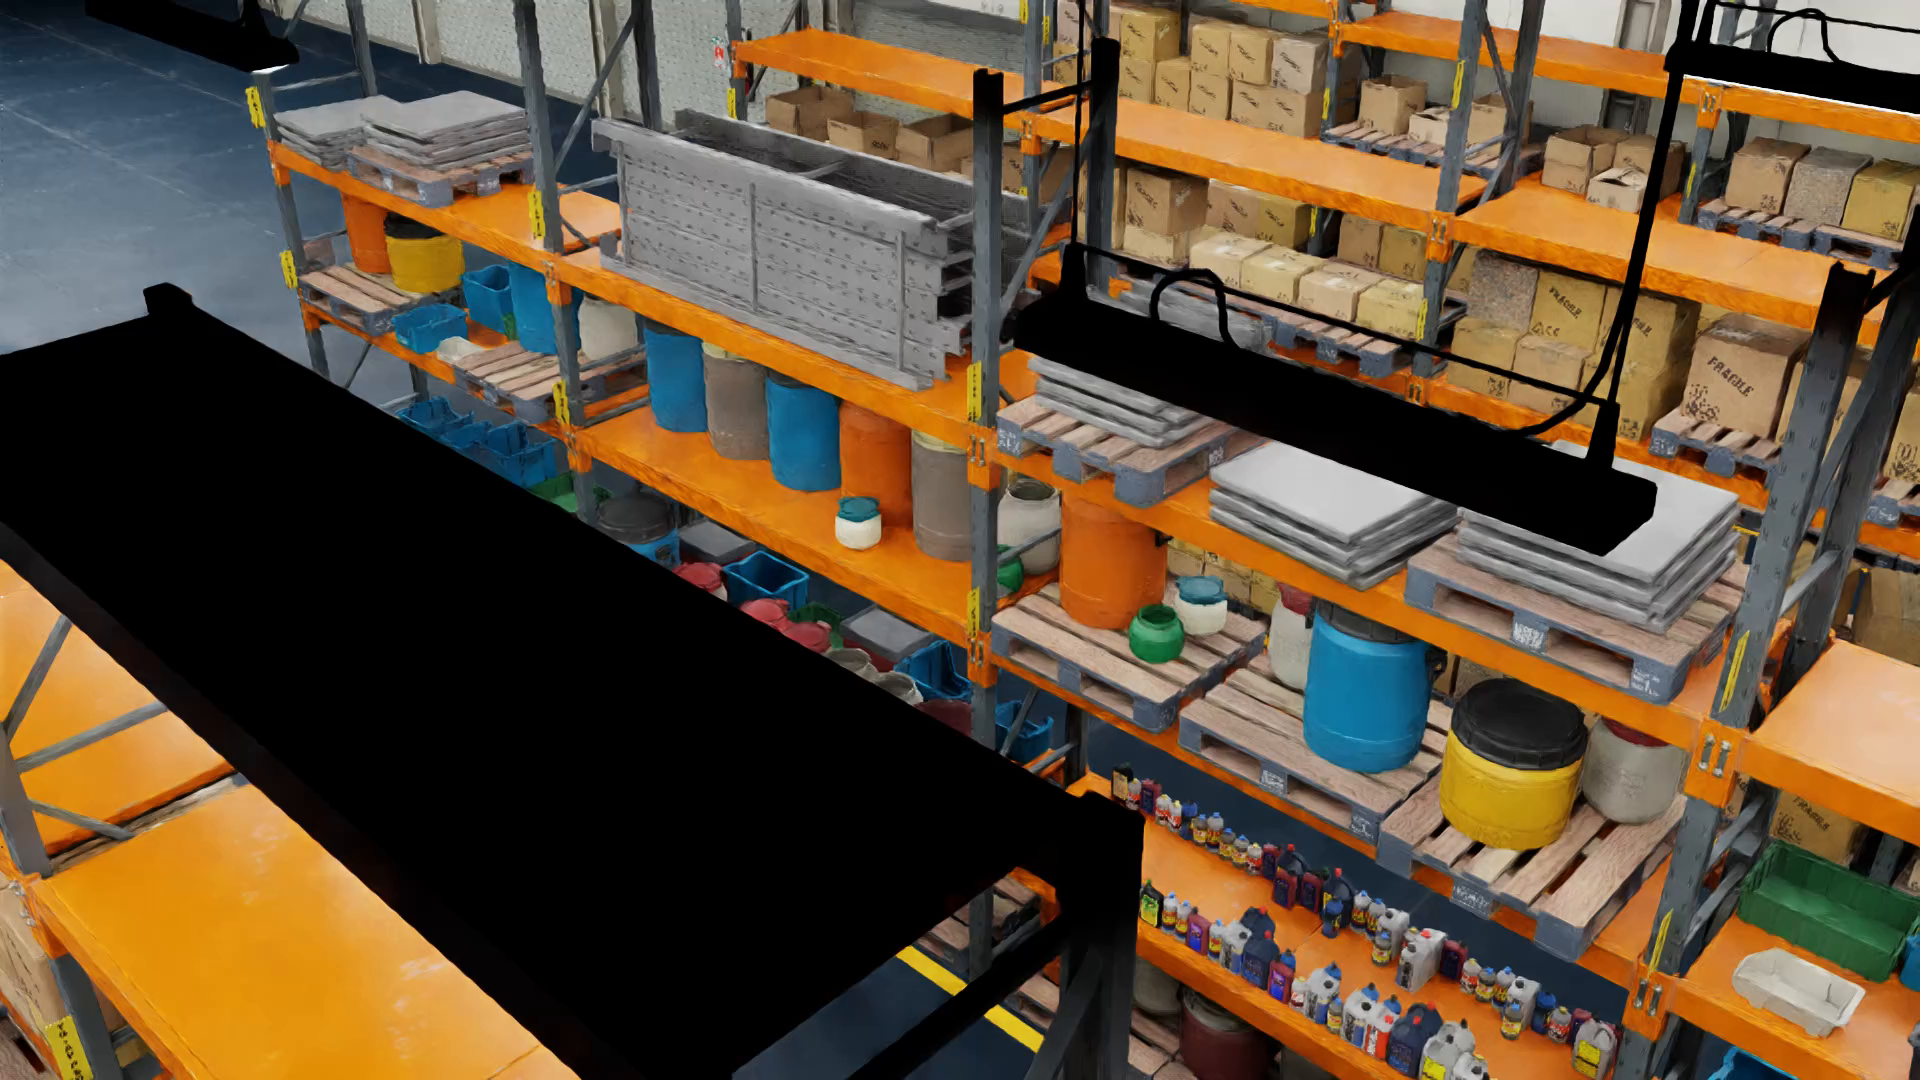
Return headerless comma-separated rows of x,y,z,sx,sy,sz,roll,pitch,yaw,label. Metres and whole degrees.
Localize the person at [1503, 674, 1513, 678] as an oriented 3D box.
4.022,1.386,12.077,0.543,1.648,1.115,-26,38,-38,person
